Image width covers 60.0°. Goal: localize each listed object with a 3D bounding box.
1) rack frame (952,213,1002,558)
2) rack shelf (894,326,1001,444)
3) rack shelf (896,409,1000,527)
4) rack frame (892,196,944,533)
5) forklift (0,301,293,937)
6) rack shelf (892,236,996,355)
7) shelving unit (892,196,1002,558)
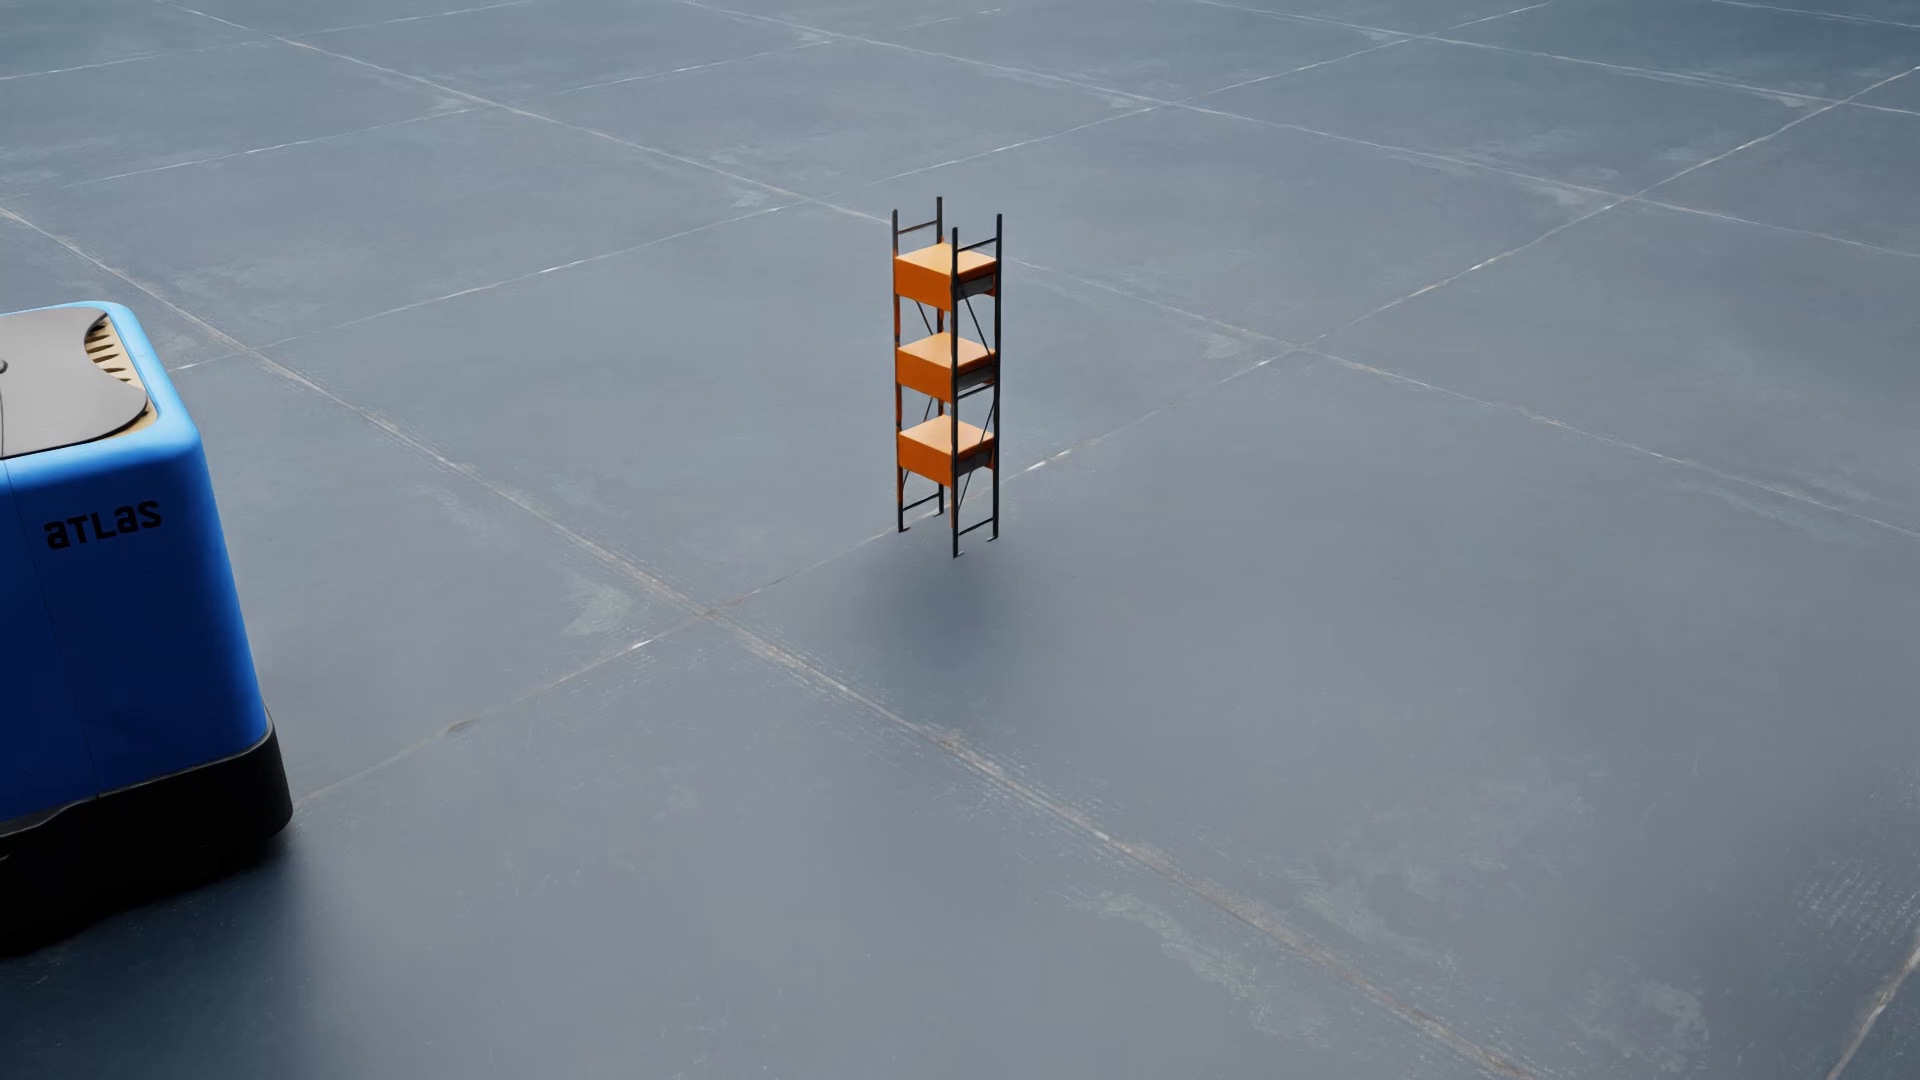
[{"bbox_3d":[0.049,-0.442,4.963,0.008,1.050,0.200,25,36,38],"label":"rack frame"},{"bbox_3d":[-0.038,-0.473,5.044,0.240,0.259,0.215,25,36,38],"label":"rack shelf"},{"bbox_3d":[-0.038,-0.227,5.173,0.240,0.259,0.215,25,36,38],"label":"rack shelf"},{"bbox_3d":[-0.125,-0.522,5.115,0.008,1.050,0.200,25,36,38],"label":"rack frame"},{"bbox_3d":[-3.075,-0.399,2.859,3.031,2.935,1.130,-16,32,-28],"label":"forklift"},{"bbox_3d":[-0.038,-0.724,4.912,0.240,0.259,0.215,25,36,38],"label":"rack shelf"},{"bbox_3d":[-0.038,-0.482,5.039,0.252,1.050,0.215,25,36,38],"label":"shelving unit"}]
